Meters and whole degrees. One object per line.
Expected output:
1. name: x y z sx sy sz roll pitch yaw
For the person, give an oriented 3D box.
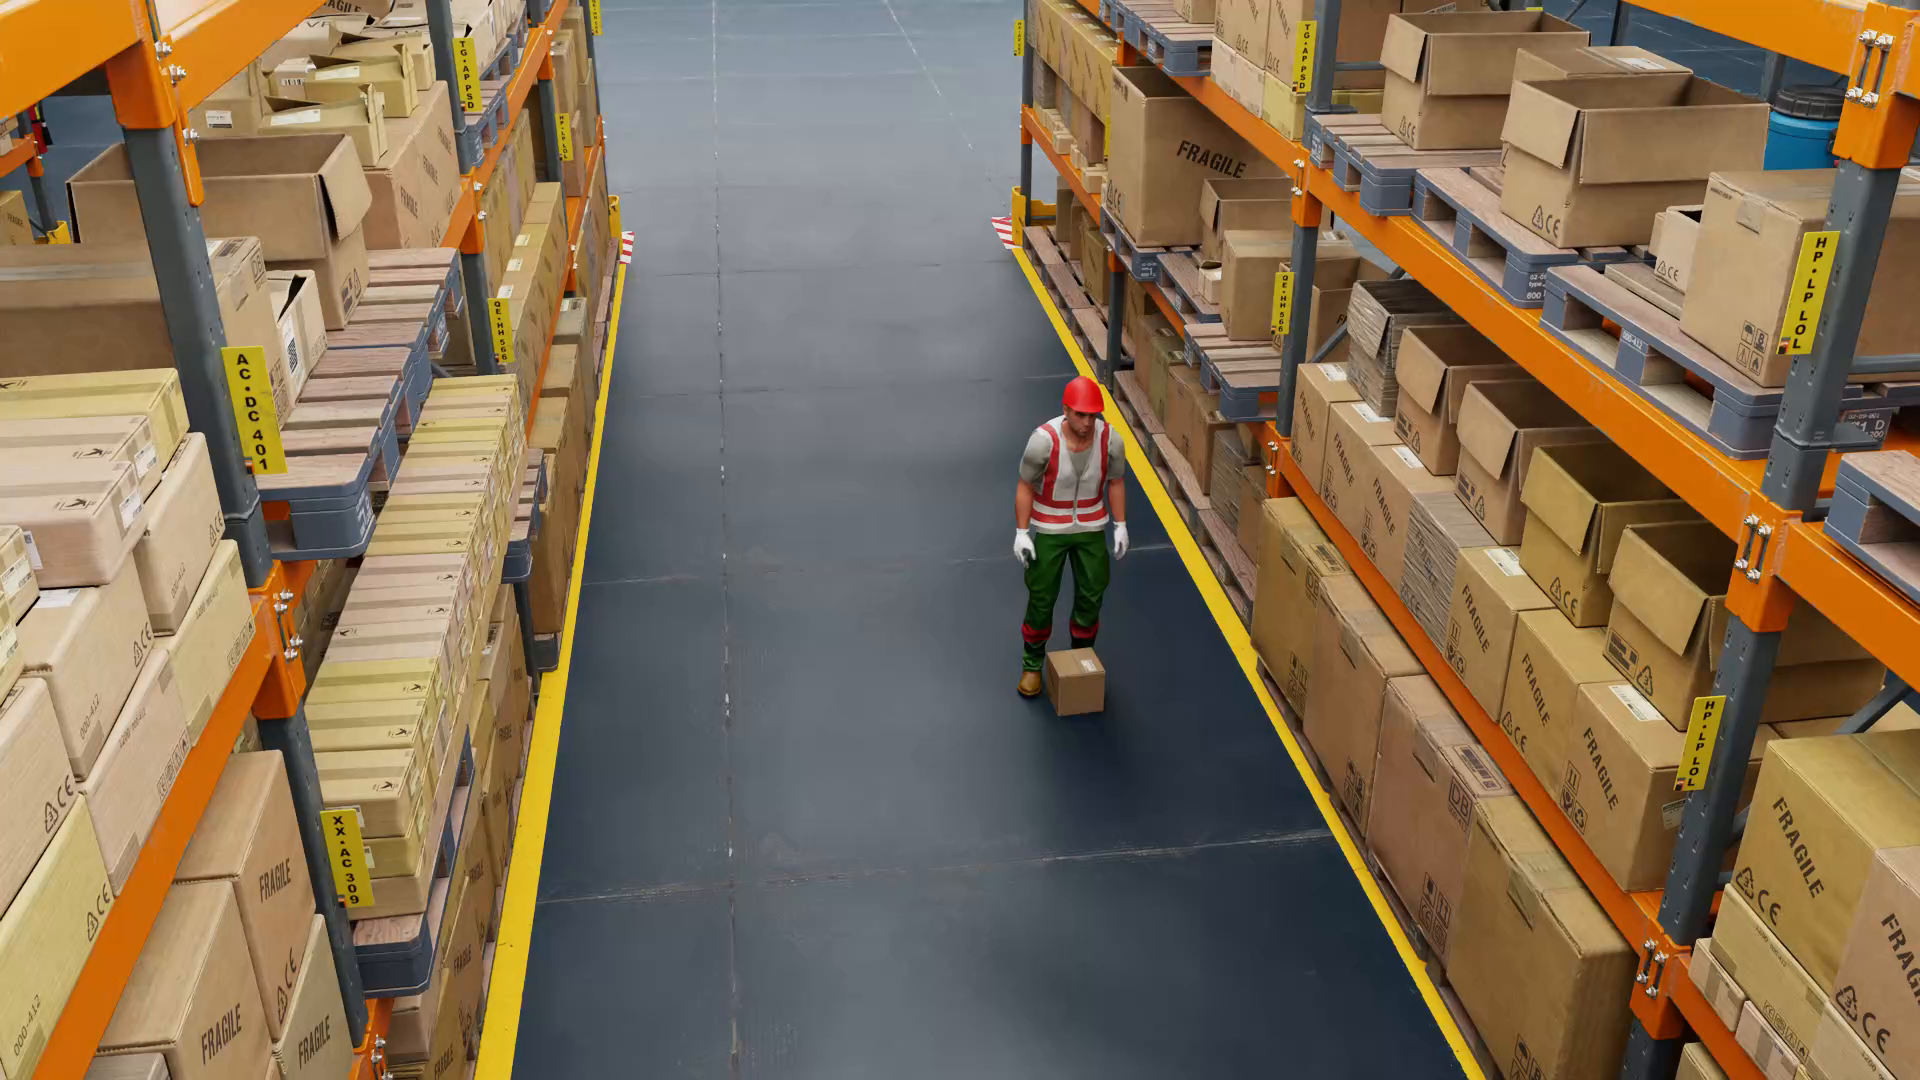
1. person: 0.579 -0.031 8.660 0.623 1.780 0.450 -5 27 -9
